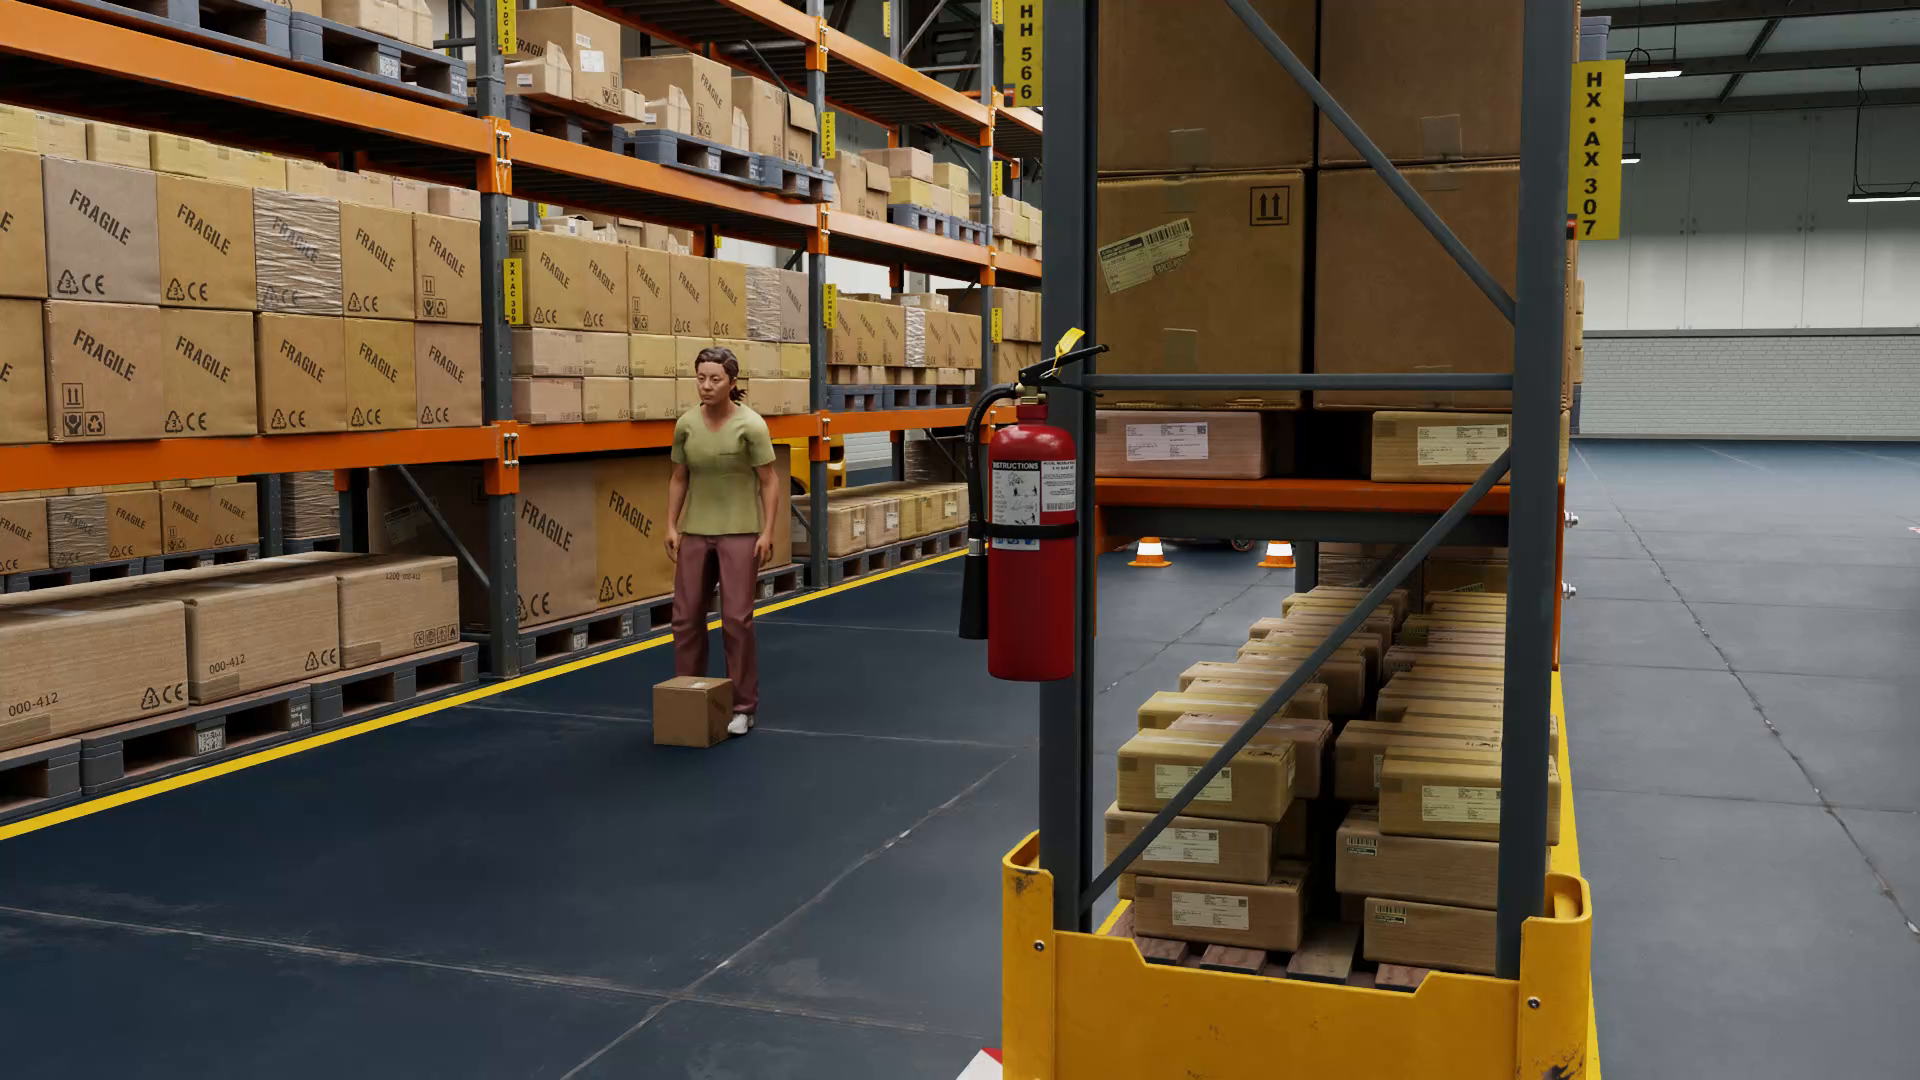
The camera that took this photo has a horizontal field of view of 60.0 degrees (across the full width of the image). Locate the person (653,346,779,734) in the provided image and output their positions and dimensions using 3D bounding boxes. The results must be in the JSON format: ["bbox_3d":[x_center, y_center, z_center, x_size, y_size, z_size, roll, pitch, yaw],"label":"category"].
[{"bbox_3d":[-1.055,-0.002,7.229,0.521,1.672,0.363,1,5,15],"label":"person"}]
